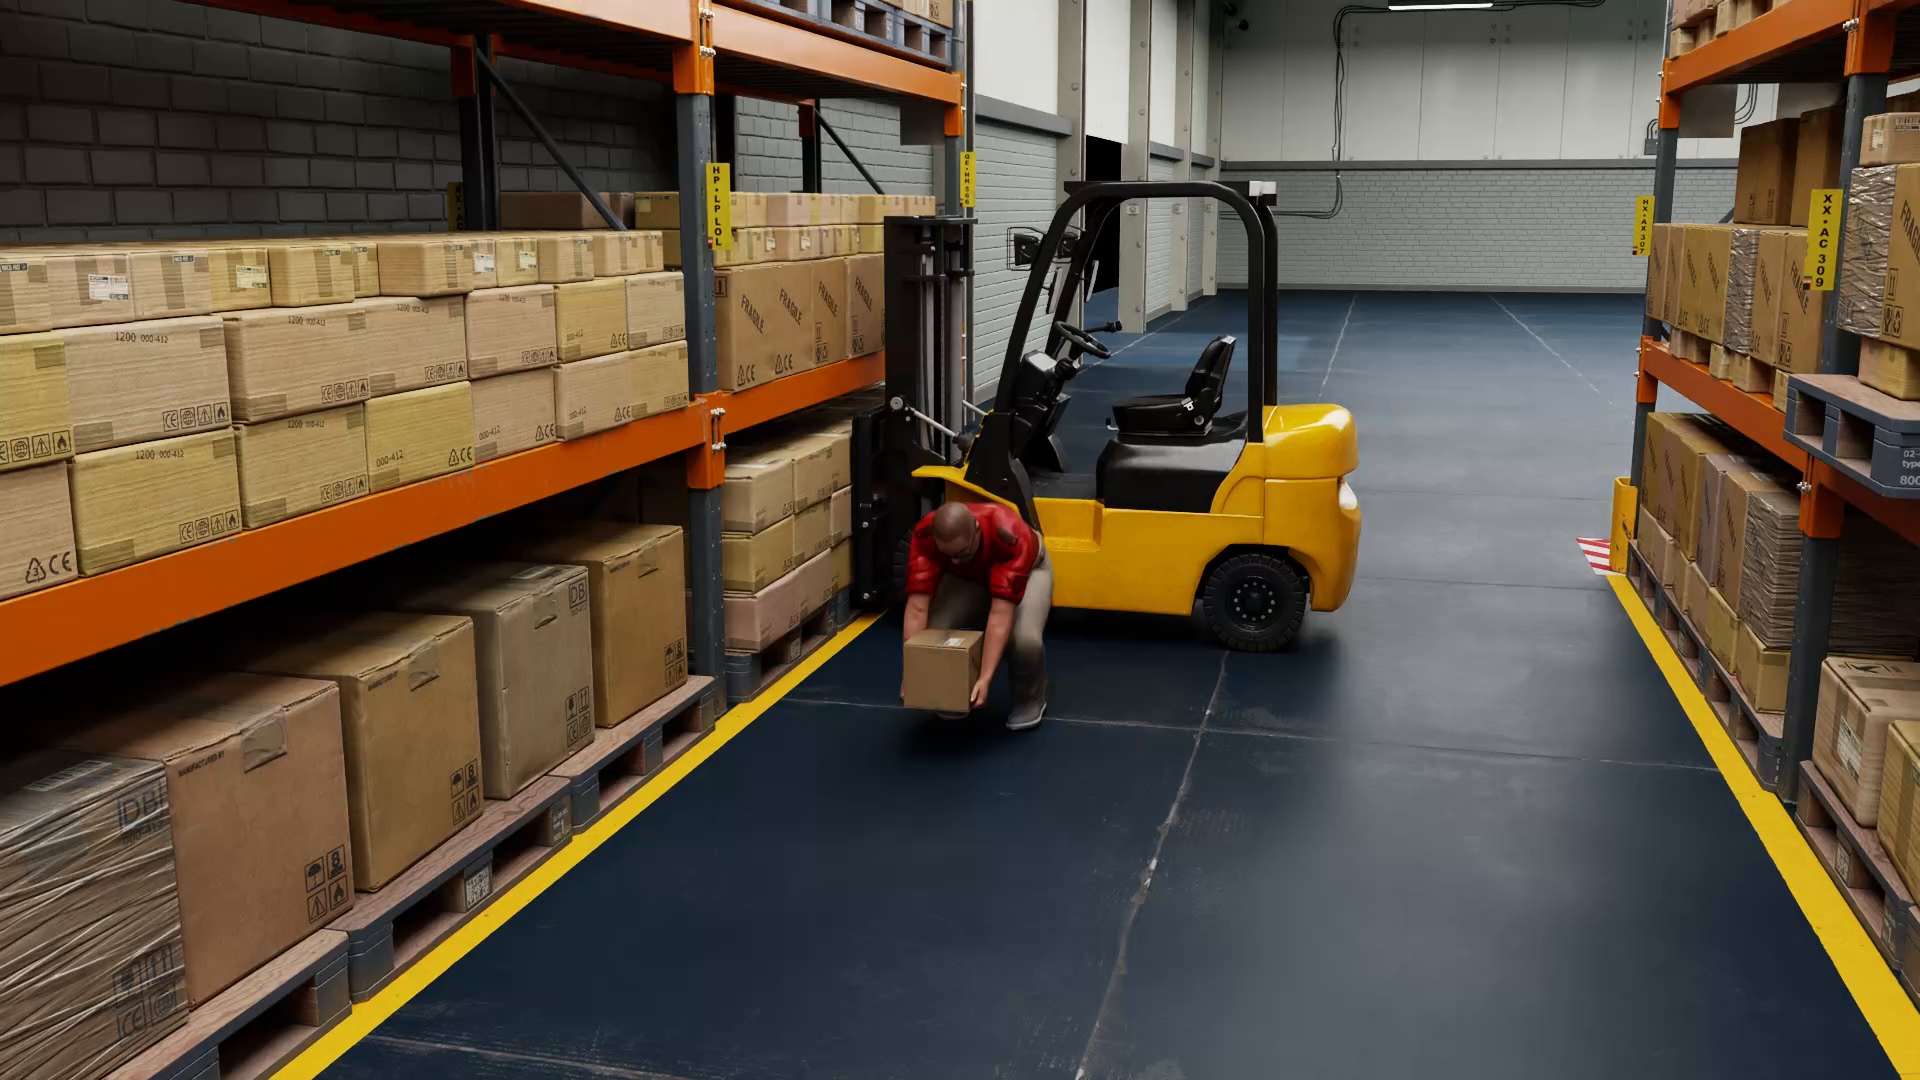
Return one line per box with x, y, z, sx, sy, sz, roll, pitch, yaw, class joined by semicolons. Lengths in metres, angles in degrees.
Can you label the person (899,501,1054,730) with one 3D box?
0.080;0.273;6.551;0.539;0.978;0.913;5;12;22;person
